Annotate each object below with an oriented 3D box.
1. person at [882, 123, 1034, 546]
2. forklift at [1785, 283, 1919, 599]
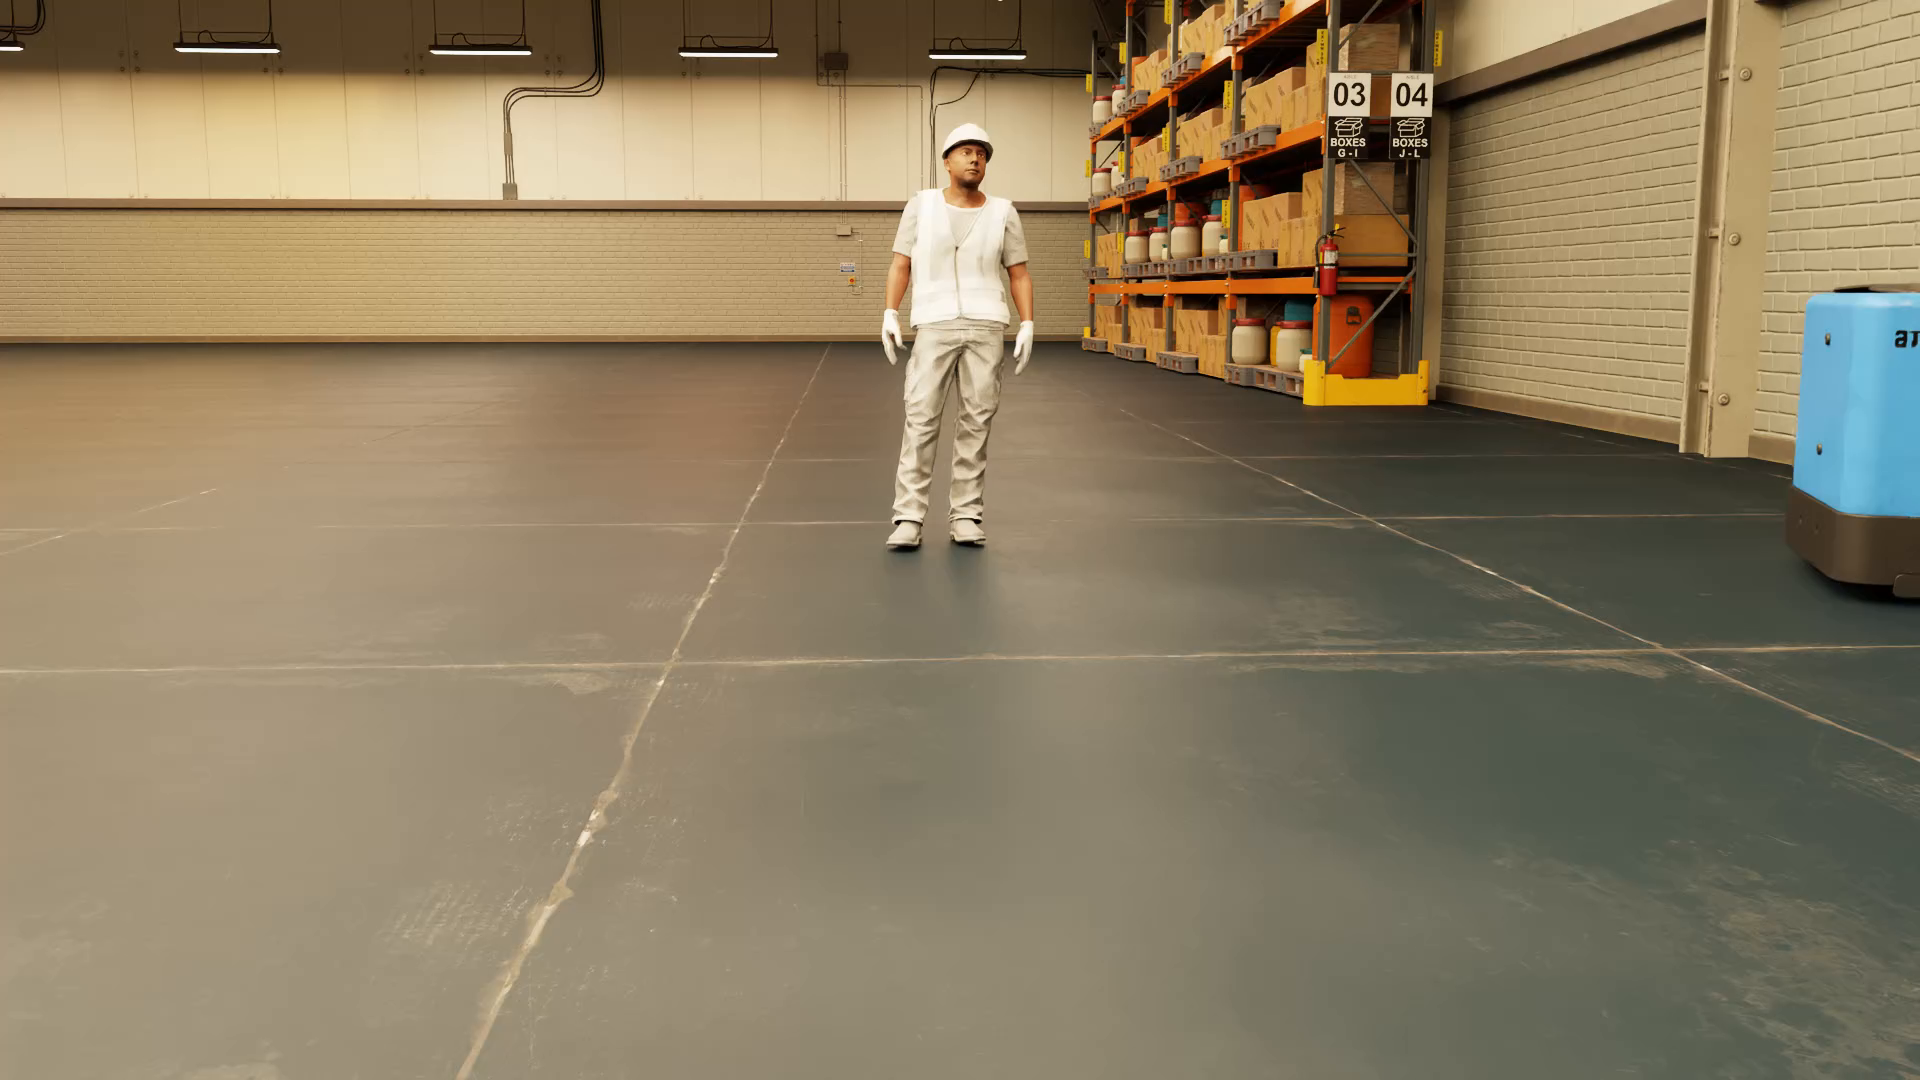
[{"bbox_3d":[-0.004,-0.879,7.106,0.657,1.785,0.575,-1,8,-4],"label":"person"},{"bbox_3d":[4.658,-1.239,5.672,3.031,2.935,1.130,2,9,16],"label":"forklift"}]
